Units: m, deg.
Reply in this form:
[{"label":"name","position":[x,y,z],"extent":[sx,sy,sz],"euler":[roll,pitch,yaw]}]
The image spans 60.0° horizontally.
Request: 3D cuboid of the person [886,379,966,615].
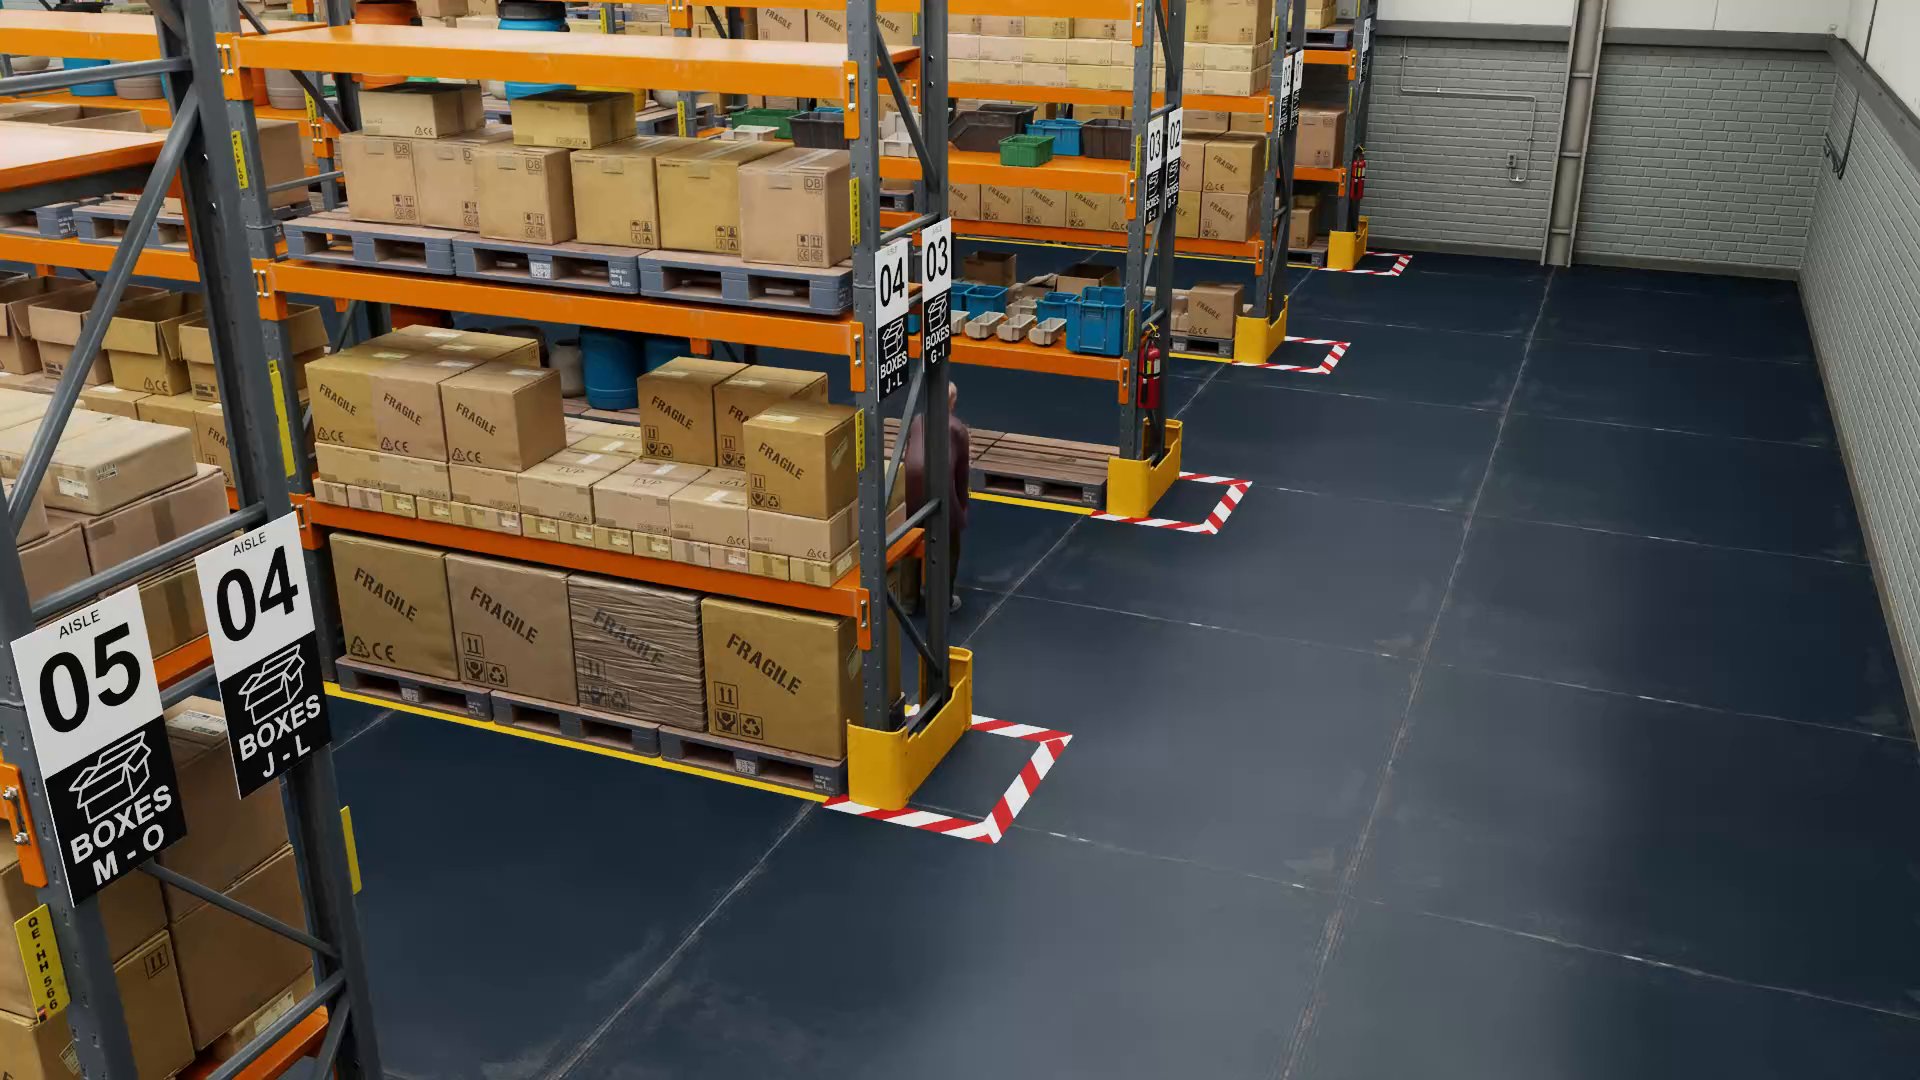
[{"label":"person","position":[-0.202,-0.342,11.817],"extent":[0.528,1.773,0.558],"euler":[9,24,21]}]
